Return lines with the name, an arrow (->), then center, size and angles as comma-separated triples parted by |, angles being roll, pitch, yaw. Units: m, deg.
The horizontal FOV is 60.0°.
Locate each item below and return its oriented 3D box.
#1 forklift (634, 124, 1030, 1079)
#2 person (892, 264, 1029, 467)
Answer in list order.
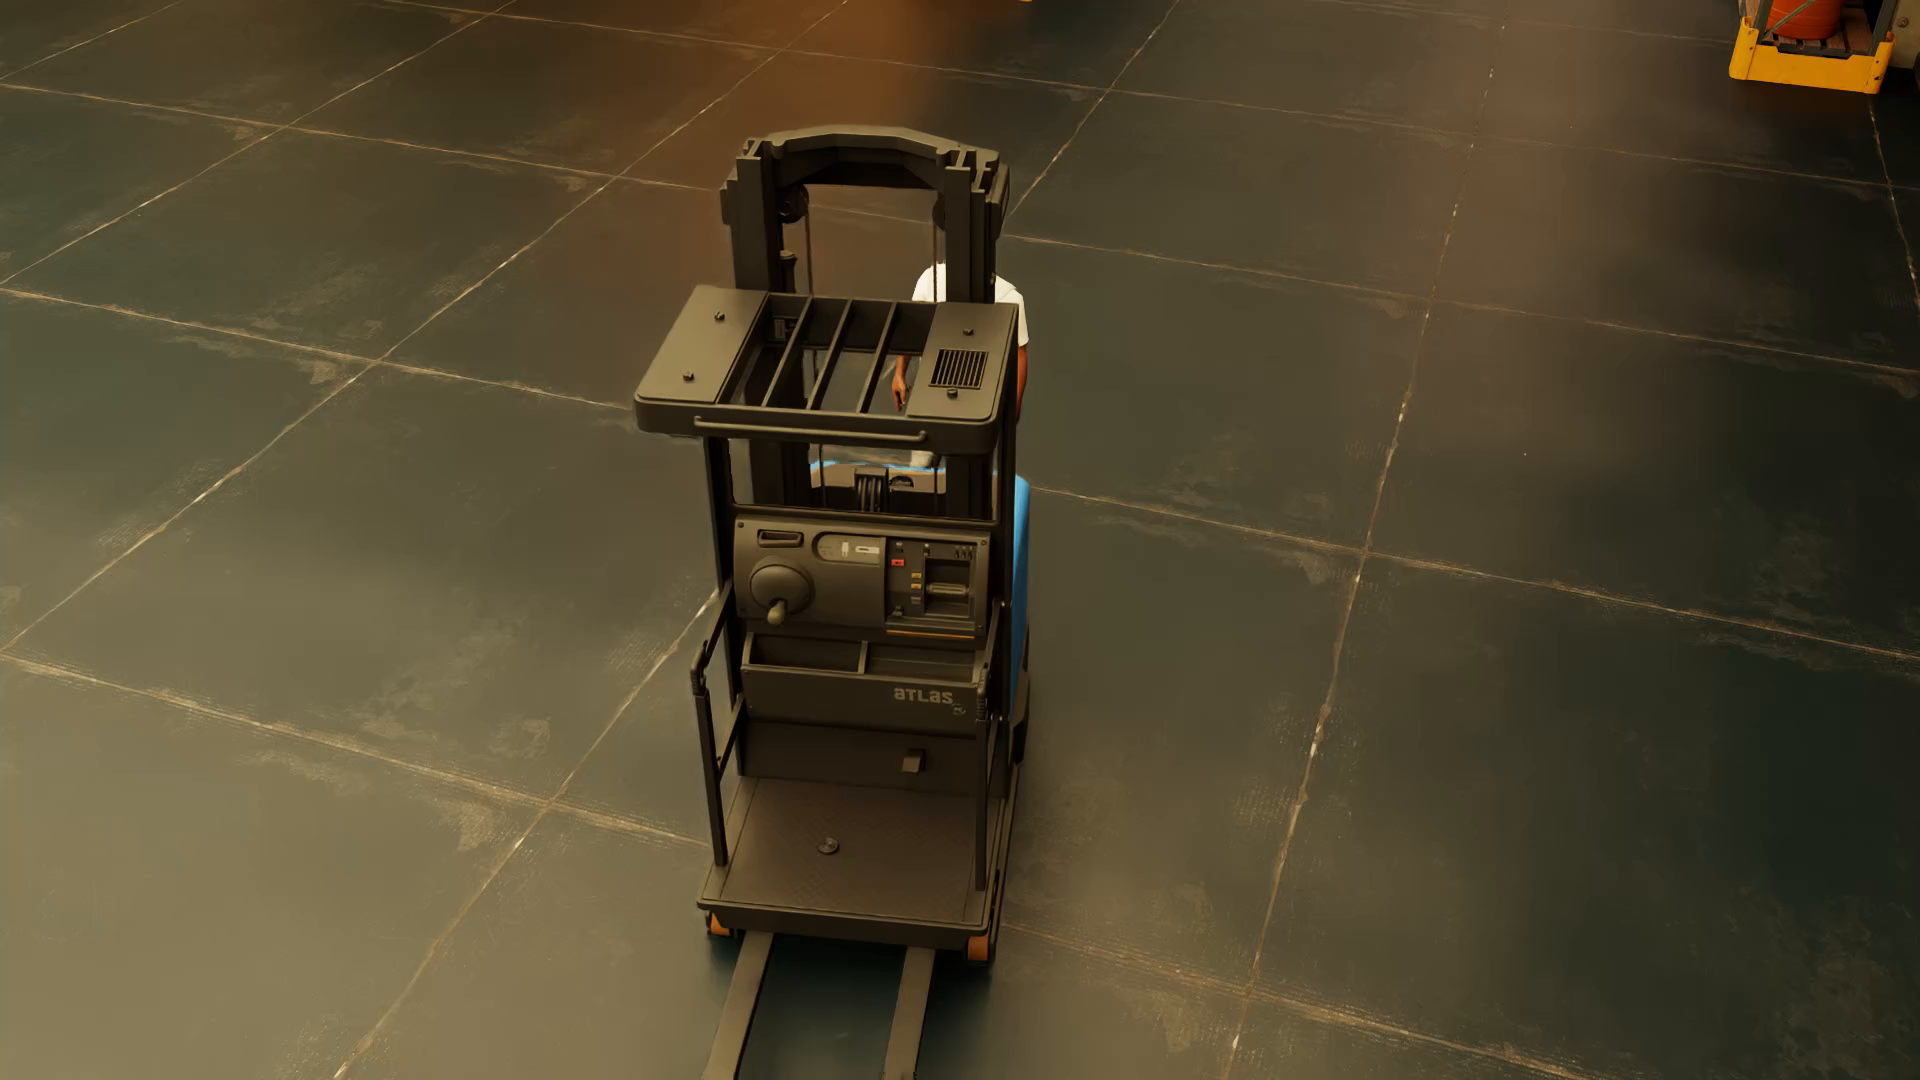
forklift -> -0.382, 0.200, 5.829 | 1.130, 2.935, 3.031 | 4, 36, 6
person -> -0.029, -0.690, 8.078 | 0.666, 1.765, 0.577 | 12, 37, 16
